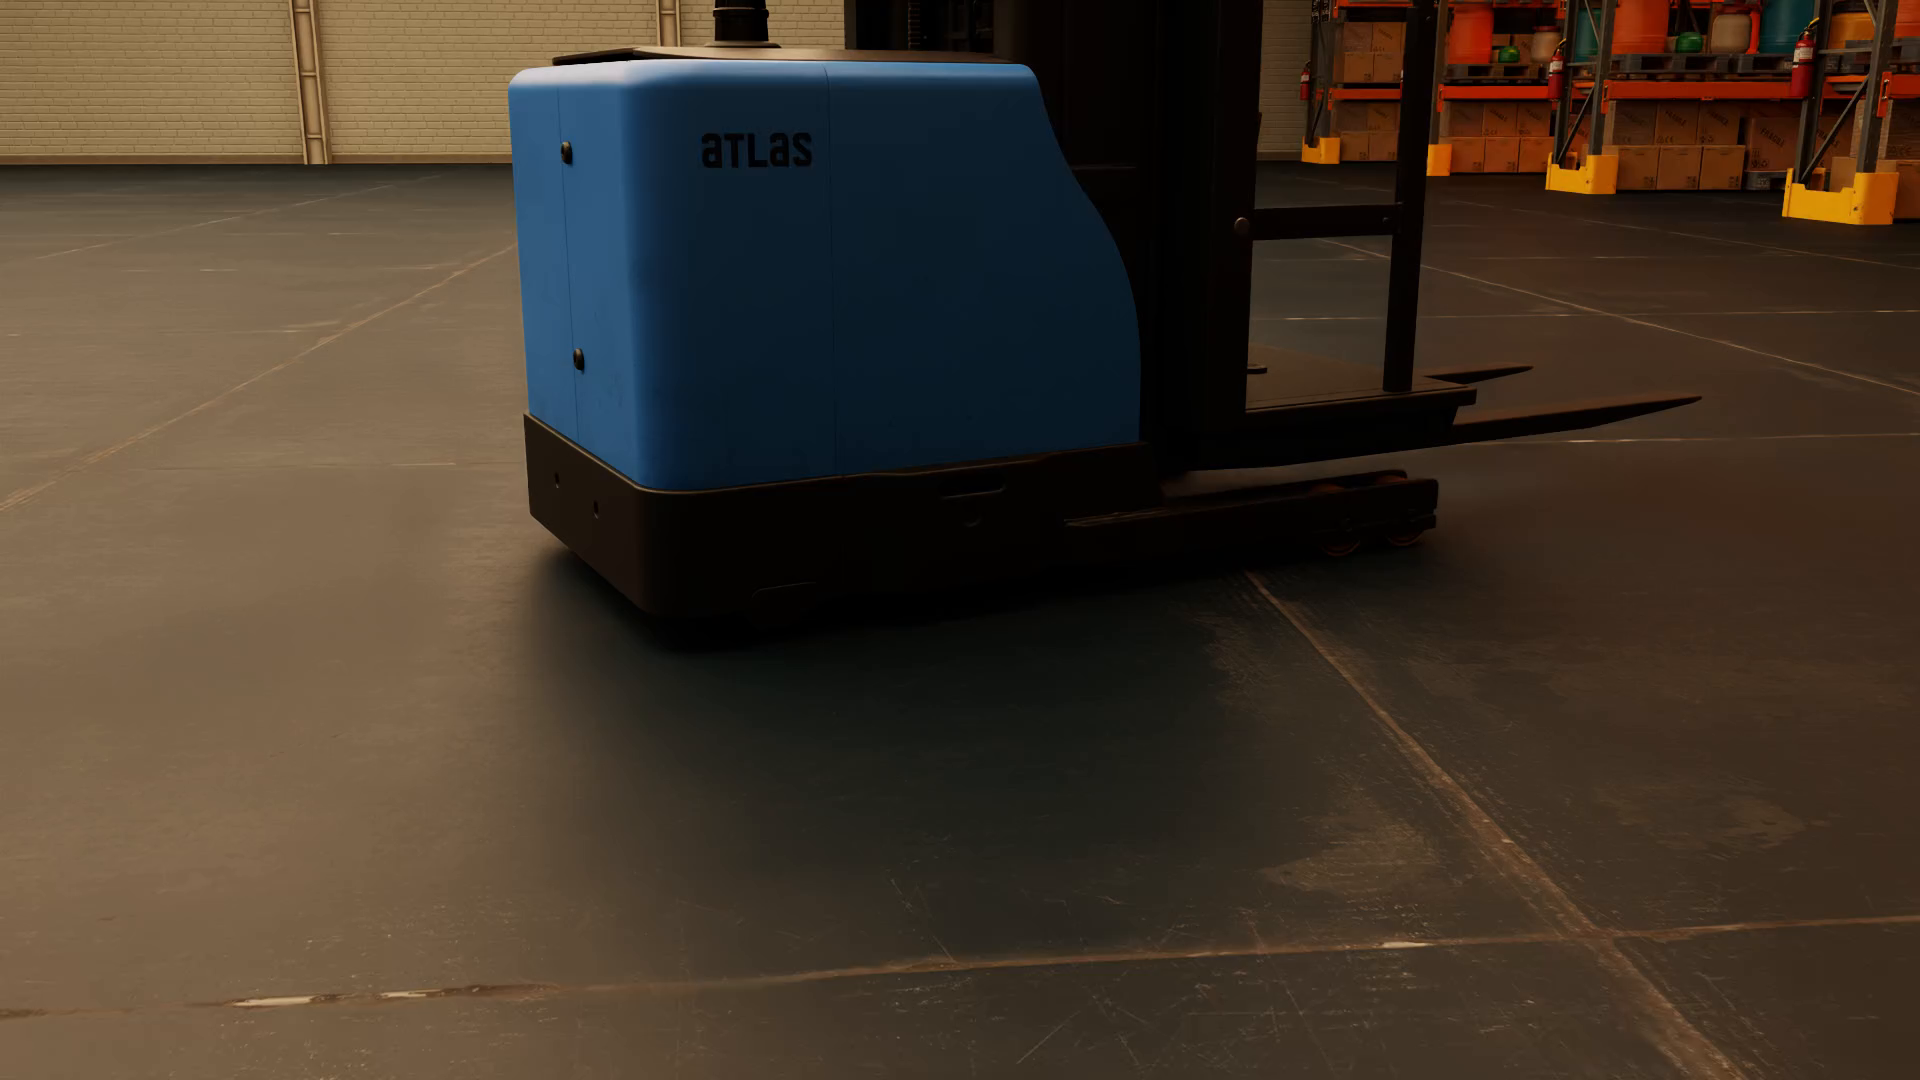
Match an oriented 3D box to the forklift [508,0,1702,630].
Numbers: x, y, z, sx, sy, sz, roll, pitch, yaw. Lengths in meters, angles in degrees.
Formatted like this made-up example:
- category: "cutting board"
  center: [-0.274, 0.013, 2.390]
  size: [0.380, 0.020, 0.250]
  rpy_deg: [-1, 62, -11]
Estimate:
- category: "forklift"
  center: [0.538, -1.490, 3.837]
  size: [3.031, 2.935, 1.130]
  rpy_deg: [-8, 17, -27]
